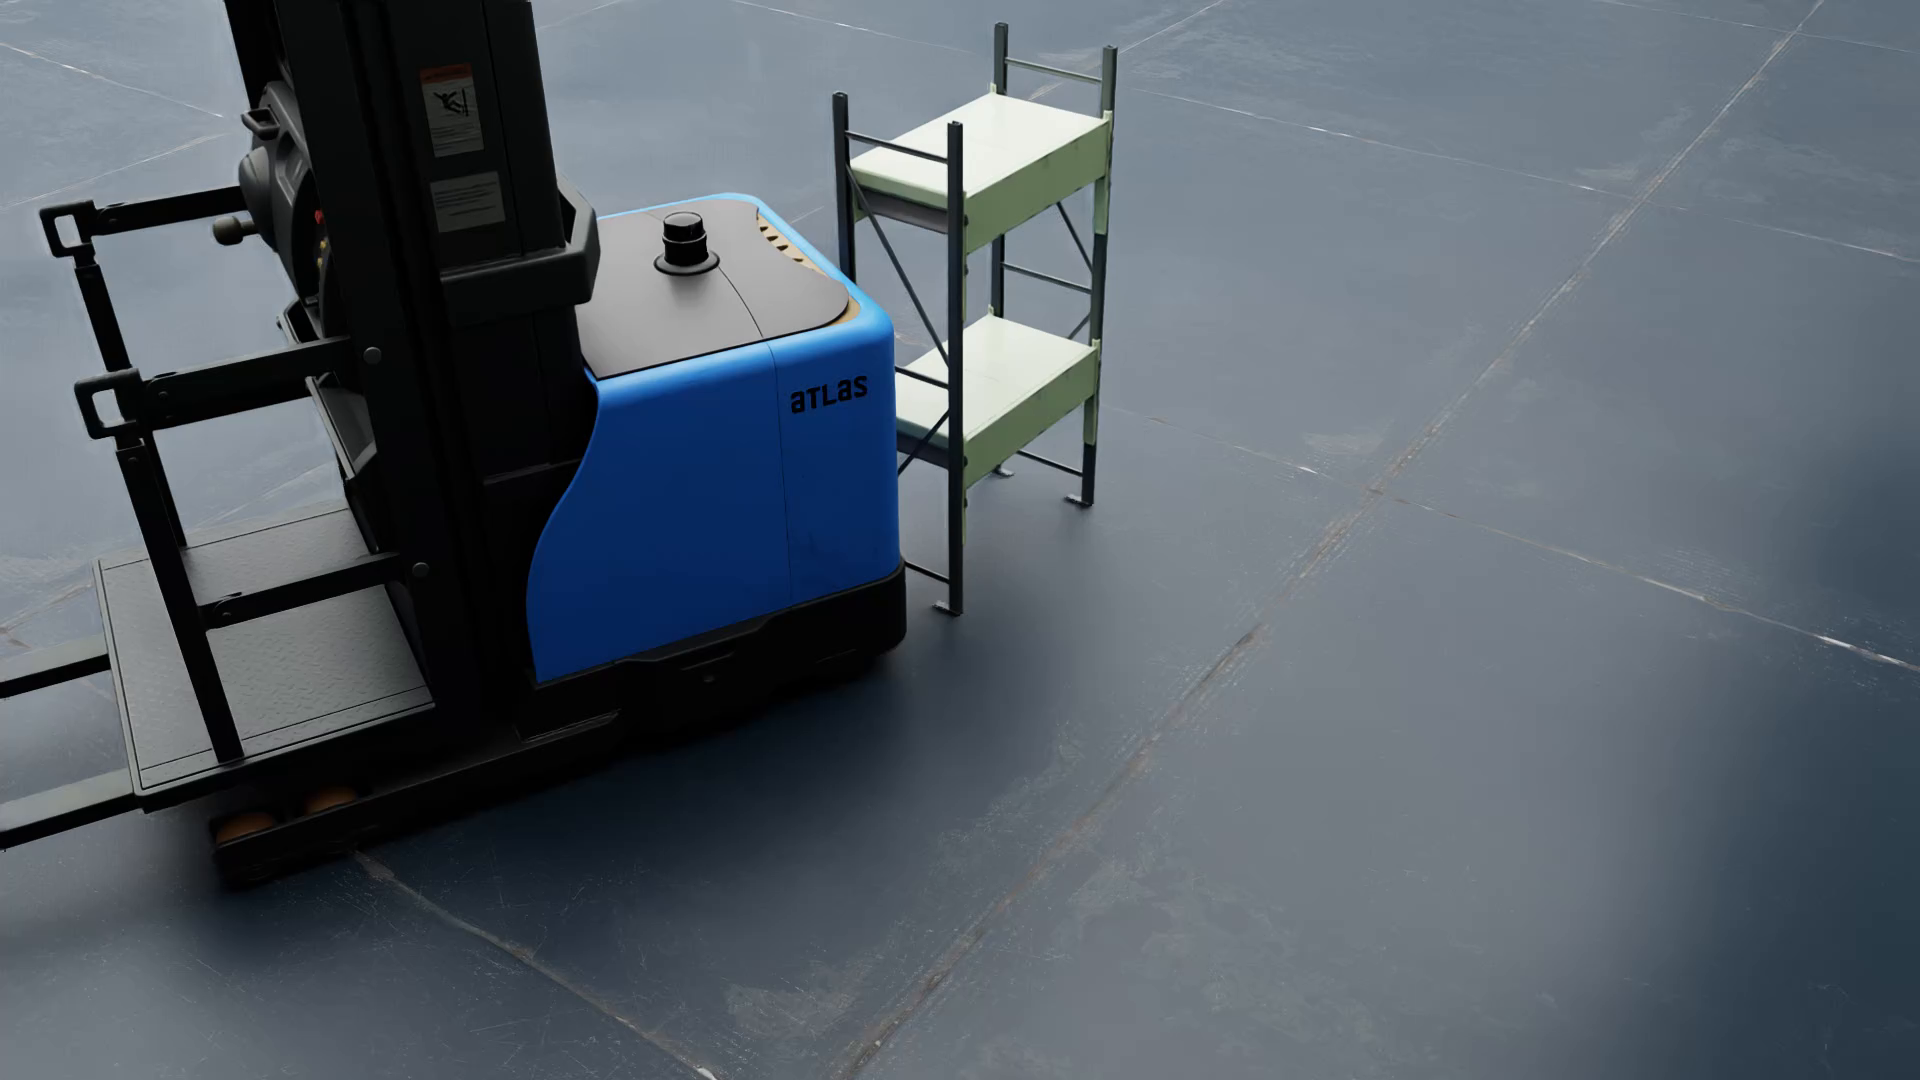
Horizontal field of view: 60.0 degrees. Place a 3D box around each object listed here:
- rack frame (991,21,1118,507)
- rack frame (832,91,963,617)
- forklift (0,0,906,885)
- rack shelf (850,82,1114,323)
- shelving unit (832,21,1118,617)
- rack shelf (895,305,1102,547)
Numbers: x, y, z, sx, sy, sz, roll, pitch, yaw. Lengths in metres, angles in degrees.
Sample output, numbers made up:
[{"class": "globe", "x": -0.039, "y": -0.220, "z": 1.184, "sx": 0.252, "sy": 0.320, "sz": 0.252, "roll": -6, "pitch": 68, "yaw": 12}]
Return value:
[{"class": "rack frame", "x": 0.266, "y": -0.798, "z": 5.092, "sx": 0.400, "sy": 1.500, "sz": 0.023, "roll": 22, "pitch": 40, "yaw": 29}, {"class": "rack frame", "x": -0.160, "y": -0.465, "z": 4.599, "sx": 0.400, "sy": 1.500, "sz": 0.023, "roll": 22, "pitch": 40, "yaw": 29}, {"class": "forklift", "x": -1.697, "y": -0.729, "z": 3.711, "sx": 3.031, "sy": 2.935, "sz": 1.130, "roll": -17, "pitch": 38, "yaw": -23}, {"class": "rack shelf", "x": 0.053, "y": -0.955, "z": 4.627, "sx": 0.431, "sy": 0.370, "sz": 0.720, "roll": 22, "pitch": 40, "yaw": 29}, {"class": "shelving unit", "x": 0.053, "y": -0.632, "z": 4.845, "sx": 0.431, "sy": 1.500, "sz": 0.755, "roll": 22, "pitch": 40, "yaw": 29}, {"class": "rack shelf", "x": 0.053, "y": -0.362, "z": 5.028, "sx": 0.431, "sy": 0.370, "sz": 0.720, "roll": 22, "pitch": 40, "yaw": 29}]
